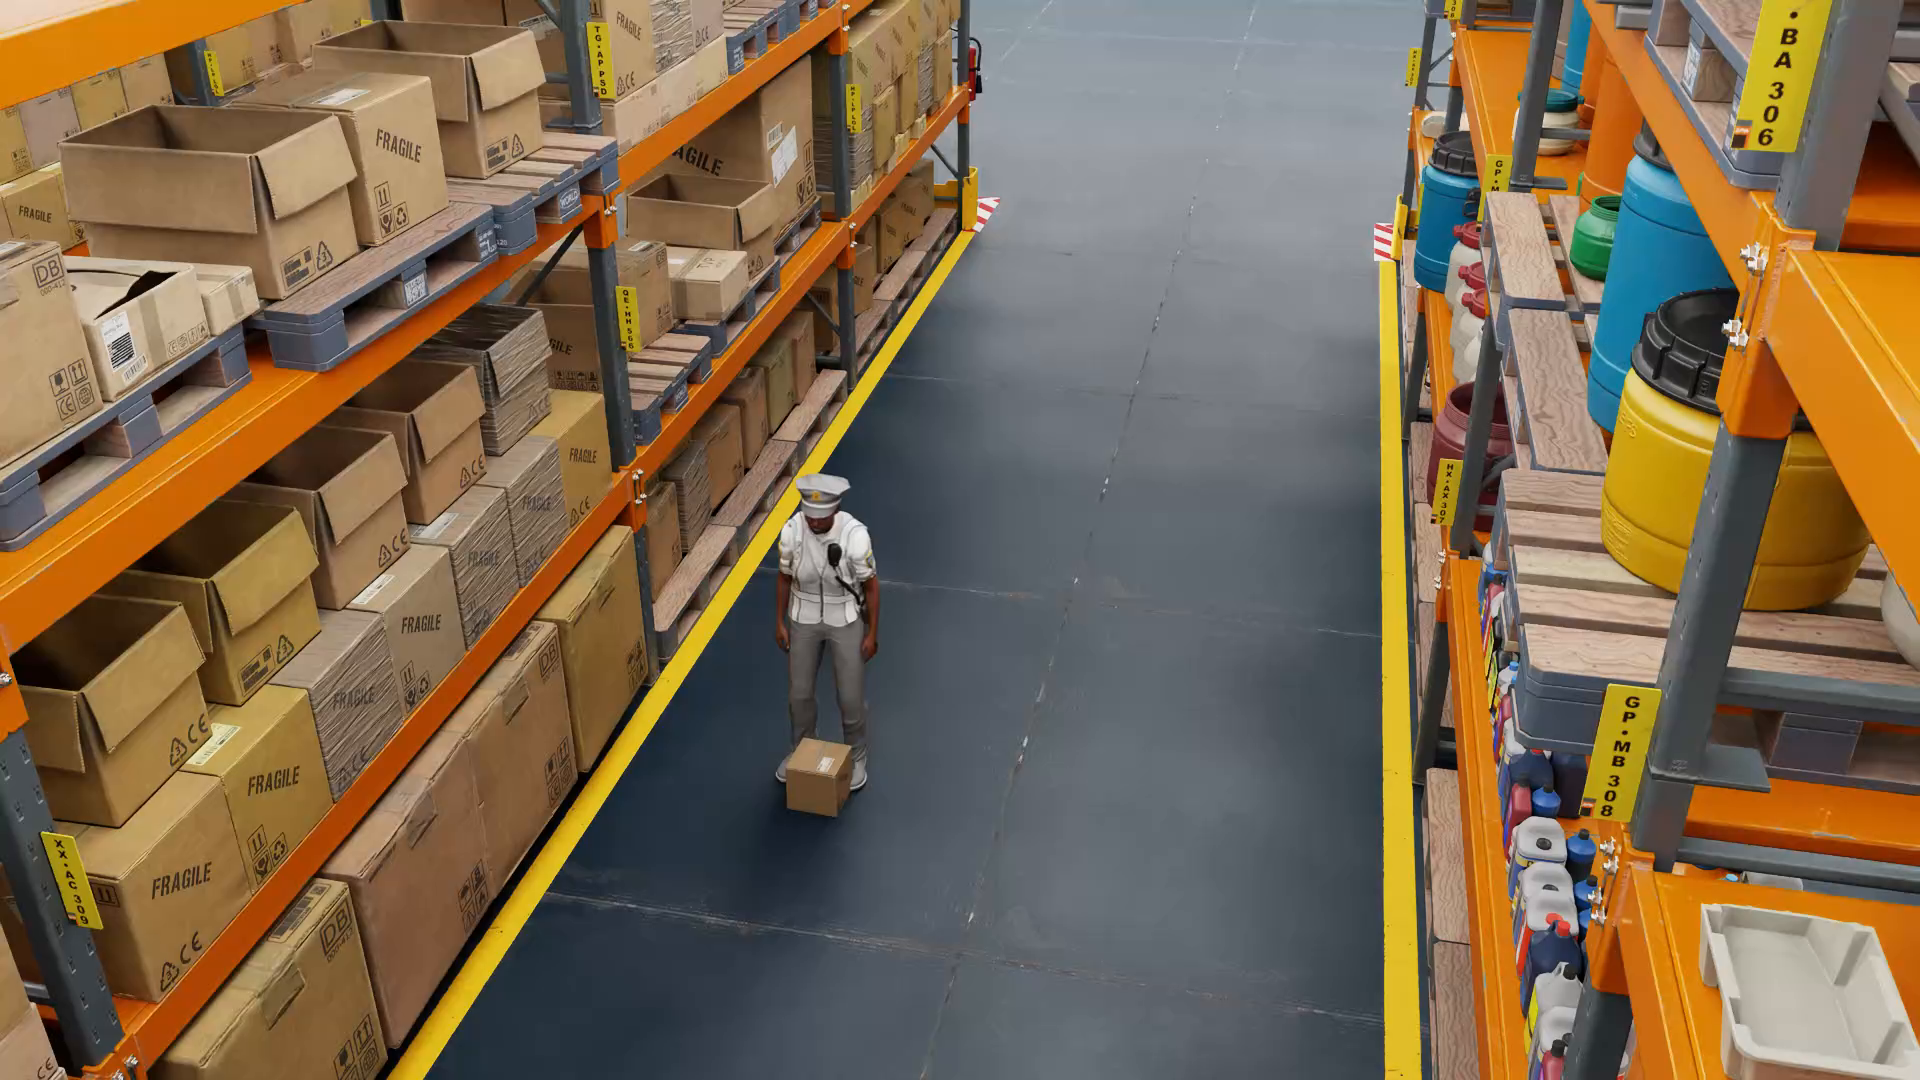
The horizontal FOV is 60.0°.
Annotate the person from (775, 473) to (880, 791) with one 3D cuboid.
[{"bbox_3d":[-0.635,0.416,7.862,0.517,1.657,0.400,5,29,10],"label":"person"}]
